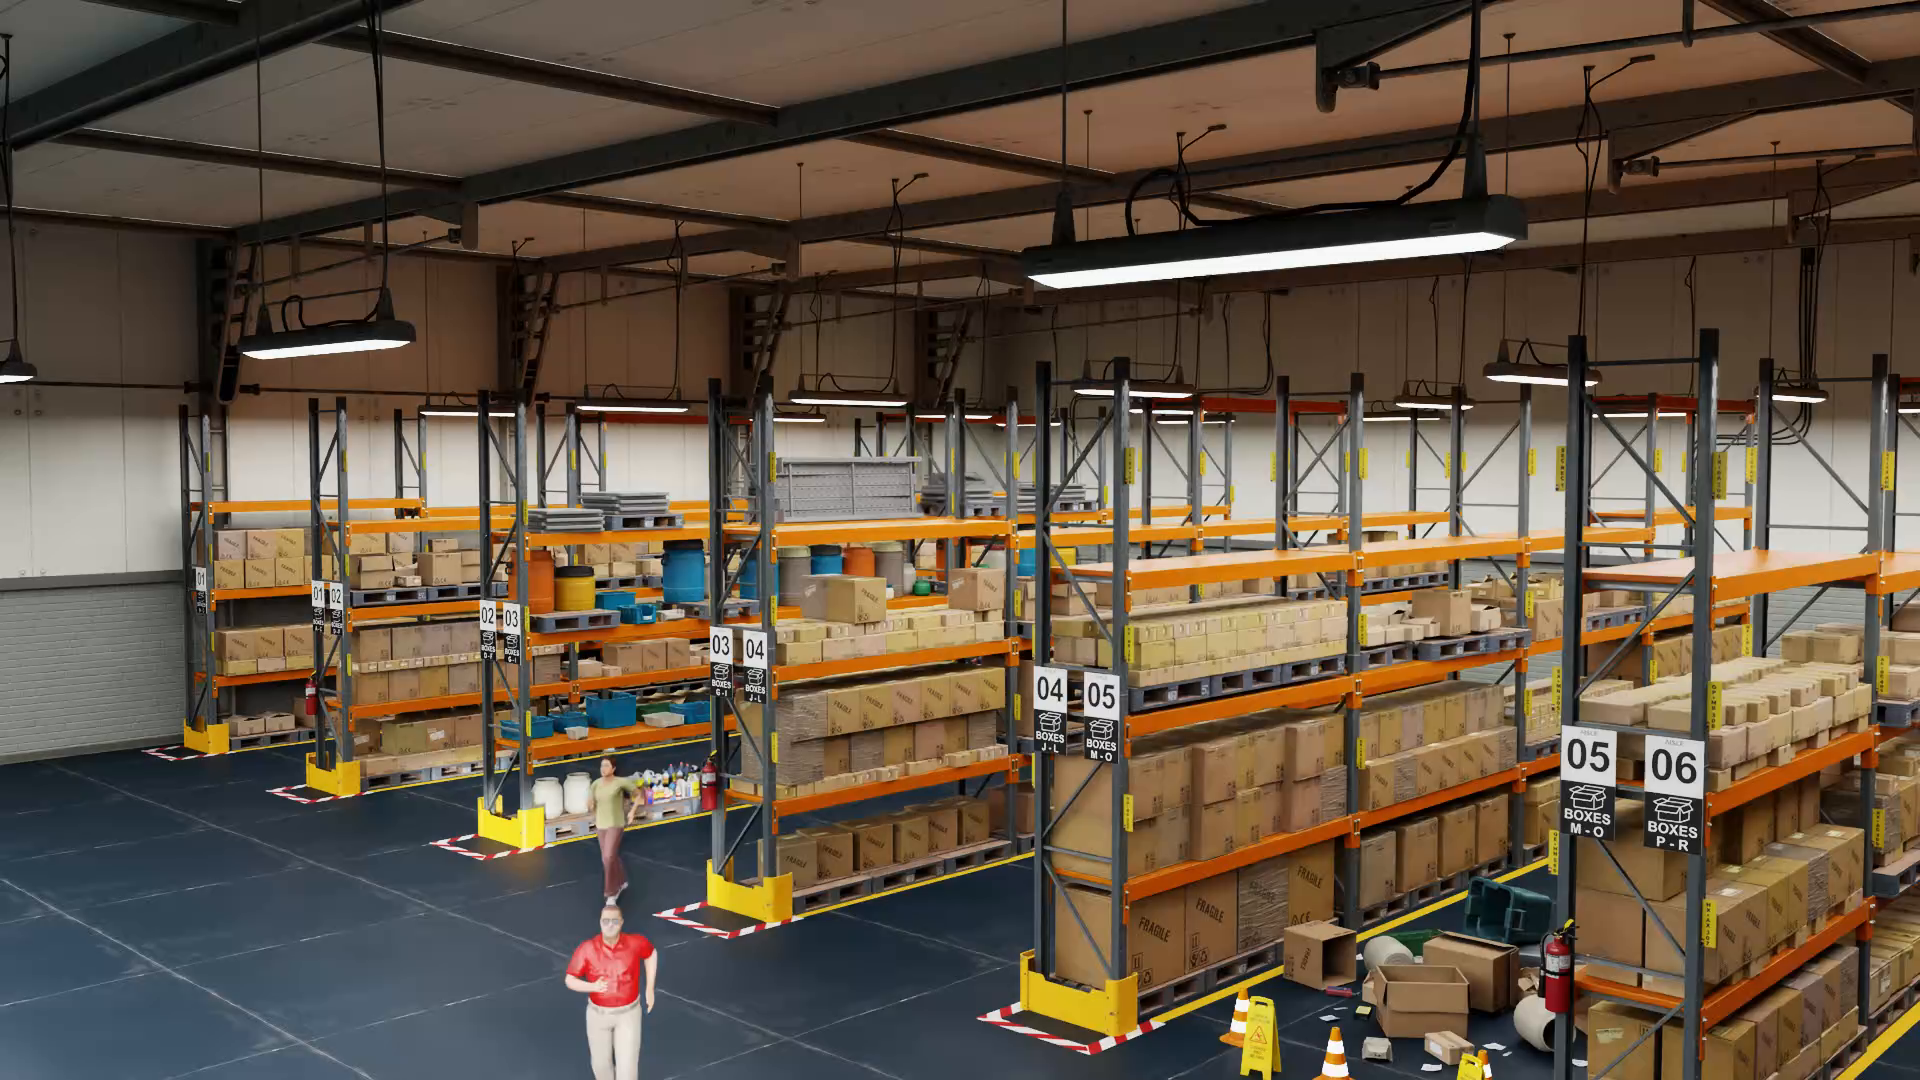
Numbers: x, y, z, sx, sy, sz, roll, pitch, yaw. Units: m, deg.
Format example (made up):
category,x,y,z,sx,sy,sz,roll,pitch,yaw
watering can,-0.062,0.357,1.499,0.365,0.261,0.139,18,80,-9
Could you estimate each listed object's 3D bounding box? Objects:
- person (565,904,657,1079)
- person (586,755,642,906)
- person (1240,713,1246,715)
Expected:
category,x,y,z,sx,sy,sz,roll,pitch,yaw
person,-2.631,3.633,12.574,0.664,1.793,0.847,0,3,-8
person,-4.000,3.324,19.049,0.581,1.737,0.691,1,3,21
person,3.914,3.155,22.802,0.584,1.710,0.752,2,4,37
